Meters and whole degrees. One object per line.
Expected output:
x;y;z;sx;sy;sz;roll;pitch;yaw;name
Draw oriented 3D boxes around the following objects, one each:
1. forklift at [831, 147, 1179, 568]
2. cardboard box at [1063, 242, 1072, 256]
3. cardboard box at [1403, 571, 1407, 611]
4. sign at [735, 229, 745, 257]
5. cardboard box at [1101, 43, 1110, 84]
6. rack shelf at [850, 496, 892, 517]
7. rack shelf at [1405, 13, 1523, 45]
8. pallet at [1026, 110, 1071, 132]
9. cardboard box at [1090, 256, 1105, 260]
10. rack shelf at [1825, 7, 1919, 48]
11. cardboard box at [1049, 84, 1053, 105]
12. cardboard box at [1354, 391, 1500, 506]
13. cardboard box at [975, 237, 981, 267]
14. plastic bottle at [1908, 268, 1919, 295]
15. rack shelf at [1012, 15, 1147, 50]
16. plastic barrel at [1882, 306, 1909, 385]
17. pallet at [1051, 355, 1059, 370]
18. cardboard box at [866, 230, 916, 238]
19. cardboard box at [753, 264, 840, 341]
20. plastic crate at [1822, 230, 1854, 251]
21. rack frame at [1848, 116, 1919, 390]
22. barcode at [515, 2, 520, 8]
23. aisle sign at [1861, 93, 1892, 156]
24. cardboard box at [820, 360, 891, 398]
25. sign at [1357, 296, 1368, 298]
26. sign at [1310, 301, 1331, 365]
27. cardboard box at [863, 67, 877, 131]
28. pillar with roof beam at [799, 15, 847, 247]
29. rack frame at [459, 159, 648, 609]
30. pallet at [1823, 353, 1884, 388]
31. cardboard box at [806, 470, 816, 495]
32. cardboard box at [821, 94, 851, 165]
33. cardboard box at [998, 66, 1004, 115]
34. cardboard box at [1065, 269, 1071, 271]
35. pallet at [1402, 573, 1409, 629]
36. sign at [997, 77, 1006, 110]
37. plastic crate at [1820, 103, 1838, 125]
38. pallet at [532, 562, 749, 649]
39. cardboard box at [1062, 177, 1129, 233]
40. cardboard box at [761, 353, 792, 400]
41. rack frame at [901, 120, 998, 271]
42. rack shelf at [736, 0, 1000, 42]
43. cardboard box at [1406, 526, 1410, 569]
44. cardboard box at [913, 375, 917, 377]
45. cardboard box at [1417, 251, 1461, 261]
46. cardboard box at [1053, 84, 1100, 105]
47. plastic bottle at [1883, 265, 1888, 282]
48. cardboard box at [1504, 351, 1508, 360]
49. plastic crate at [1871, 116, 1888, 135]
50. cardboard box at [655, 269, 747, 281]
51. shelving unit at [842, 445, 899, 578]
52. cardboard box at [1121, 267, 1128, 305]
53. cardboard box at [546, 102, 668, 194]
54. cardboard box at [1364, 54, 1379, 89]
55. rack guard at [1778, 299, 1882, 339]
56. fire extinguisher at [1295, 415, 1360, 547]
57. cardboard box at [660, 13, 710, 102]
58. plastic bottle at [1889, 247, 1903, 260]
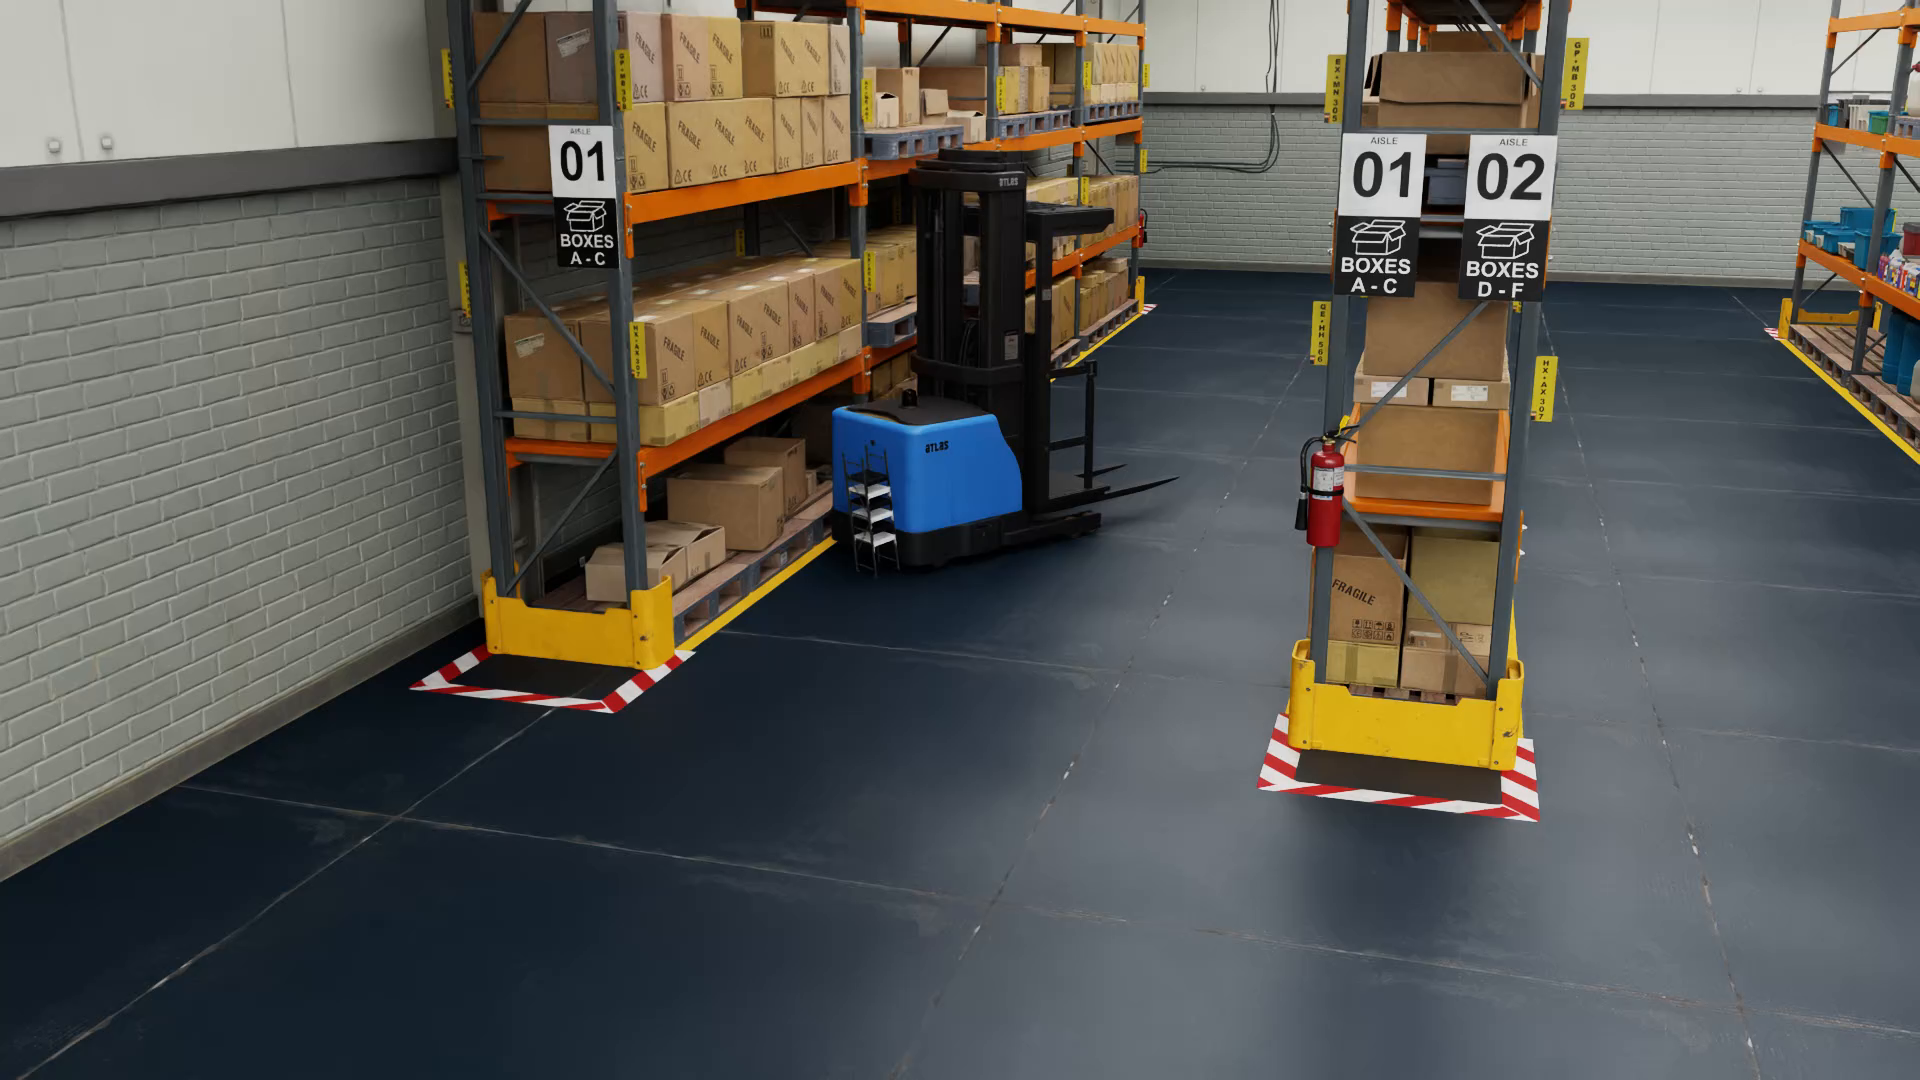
0.472;-1.522;12.823;3.031;2.935;1.130;-13;21;-39;forklift
1.151;-3.573;20.352;0.380;0.149;0.250;5;17;17;cardboard box
2.505;0.355;10.349;0.500;0.250;0.500;5;16;16;cardboard box
-1.782;-2.368;13.561;0.100;0.325;0.005;5;16;16;sign
1.637;-6.144;21.444;0.500;0.500;0.500;4;16;15;cardboard box
-0.639;-0.255;11.838;0.200;0.077;0.258;-21;26;-36;rack shelf
5.207;-5.304;17.088;1.077;0.370;4.000;5;16;16;rack shelf
0.812;-4.970;19.707;0.805;0.209;1.217;4;16;14;pallet
1.902;-4.078;24.331;0.380;0.149;0.250;5;17;16;cardboard box
11.092;-5.965;19.420;1.077;0.370;4.000;5;16;16;rack shelf
0.995;-5.681;21.185;0.500;0.250;0.500;5;17;16;cardboard box
2.510;-0.509;8.943;0.700;0.500;0.500;5;16;16;cardboard box
0.272;-3.124;17.581;0.500;0.500;0.500;5;17;18;cardboard box
9.638;-2.609;16.768;0.097;0.271;0.097;0;16;0;plastic bottle
1.593;-6.733;22.128;1.077;0.370;4.000;5;16;16;rack shelf
10.353;-2.146;17.973;0.600;0.901;0.708;5;16;16;plastic barrel
0.533;-1.993;19.469;1.003;0.211;1.213;5;16;16;pallet
-0.569;-2.624;15.595;0.700;0.500;0.500;5;16;16;cardboard box
-1.223;-1.789;12.503;0.500;0.500;0.500;5;16;16;cardboard box
10.900;-3.705;20.593;0.416;0.233;0.300;5;16;16;plastic crate
10.524;-3.094;18.241;1.000;3.000;0.127;5;16;16;rack frame
-2.663;-3.208;10.031;0.001;0.075;0.075;5;16;16;barcode
11.962;-5.387;21.562;0.394;0.787;0.004;5;16;16;aisle sign
-0.933;-1.449;14.840;0.500;0.250;0.500;4;16;15;cardboard box
2.979;-1.945;12.212;0.100;0.325;0.005;5;16;16;sign
1.849;-1.056;8.501;0.100;0.325;0.005;5;16;16;sign
-1.016;-3.599;13.572;0.500;0.500;0.500;7;17;24;cardboard box
2.817;-5.095;14.302;9.100;9.000;0.400;5;16;16;pillar with roof beam
-2.385;-0.723;9.881;1.000;3.000;0.127;5;16;16;rack frame
10.695;-1.948;19.310;1.003;0.211;1.213;5;16;16;pallet
-1.372;-0.476;13.395;0.380;0.166;0.250;2;16;9;cardboard box
-1.156;-3.118;12.609;0.500;0.500;0.500;5;17;17;cardboard box
0.071;-4.793;17.743;0.700;0.500;0.500;4;16;13;cardboard box
1.399;-3.612;22.689;0.380;0.149;0.250;5;17;16;cardboard box
2.891;0.480;10.749;1.003;0.211;1.213;5;16;16;pallet
0.408;-4.465;16.630;0.100;0.325;0.005;5;16;16;sign
11.284;-5.442;21.260;0.497;0.269;0.590;5;16;16;plastic crate
-2.099;0.389;11.071;1.003;0.211;1.213;5;16;16;pallet
1.830;-4.728;23.451;0.980;0.700;0.700;4;16;15;cardboard box
-1.512;-1.165;11.679;0.500;0.250;0.500;5;17;16;cardboard box
-0.112;-2.816;17.260;1.000;3.000;0.127;5;16;16;rack frame
-0.680;-4.640;14.749;1.077;0.370;4.000;5;16;16;rack shelf
2.646;-0.136;10.709;0.500;0.500;0.500;5;16;16;cardboard box
-0.638;-1.375;15.953;0.700;0.500;0.500;5;16;16;cardboard box
2.812;-1.417;9.767;0.700;0.500;0.500;5;16;16;cardboard box
1.474;-5.644;21.055;0.500;0.250;0.500;5;16;16;cardboard box
9.957;-2.869;17.812;0.097;0.201;0.097;0;16;0;plastic bottle
2.902;-0.986;9.437;0.380;0.149;0.250;4;16;15;cardboard box
10.354;-4.569;18.334;0.450;0.188;0.662;5;16;16;plastic crate
-1.880;-1.696;12.175;0.500;0.500;0.500;5;17;17;cardboard box
-0.634;-0.202;11.858;0.210;0.900;0.258;-21;26;-36;shelving unit
2.059;-3.717;24.250;0.700;0.500;0.500;5;16;16;cardboard box
-2.050;-2.292;9.695;0.500;0.500;0.500;5;17;17;cardboard box
2.913;-2.727;10.235;0.797;0.503;0.637;7;17;22;cardboard box
11.655;-2.945;22.297;1.175;0.500;0.348;5;16;16;rack guard
1.886;-0.308;8.558;0.296;0.674;0.183;5;16;16;fire extinguisher
-1.852;-2.914;10.056;0.500;0.500;0.500;4;16;15;cardboard box
10.101;-2.993;17.974;0.144;0.351;0.185;5;16;16;plastic bottle
